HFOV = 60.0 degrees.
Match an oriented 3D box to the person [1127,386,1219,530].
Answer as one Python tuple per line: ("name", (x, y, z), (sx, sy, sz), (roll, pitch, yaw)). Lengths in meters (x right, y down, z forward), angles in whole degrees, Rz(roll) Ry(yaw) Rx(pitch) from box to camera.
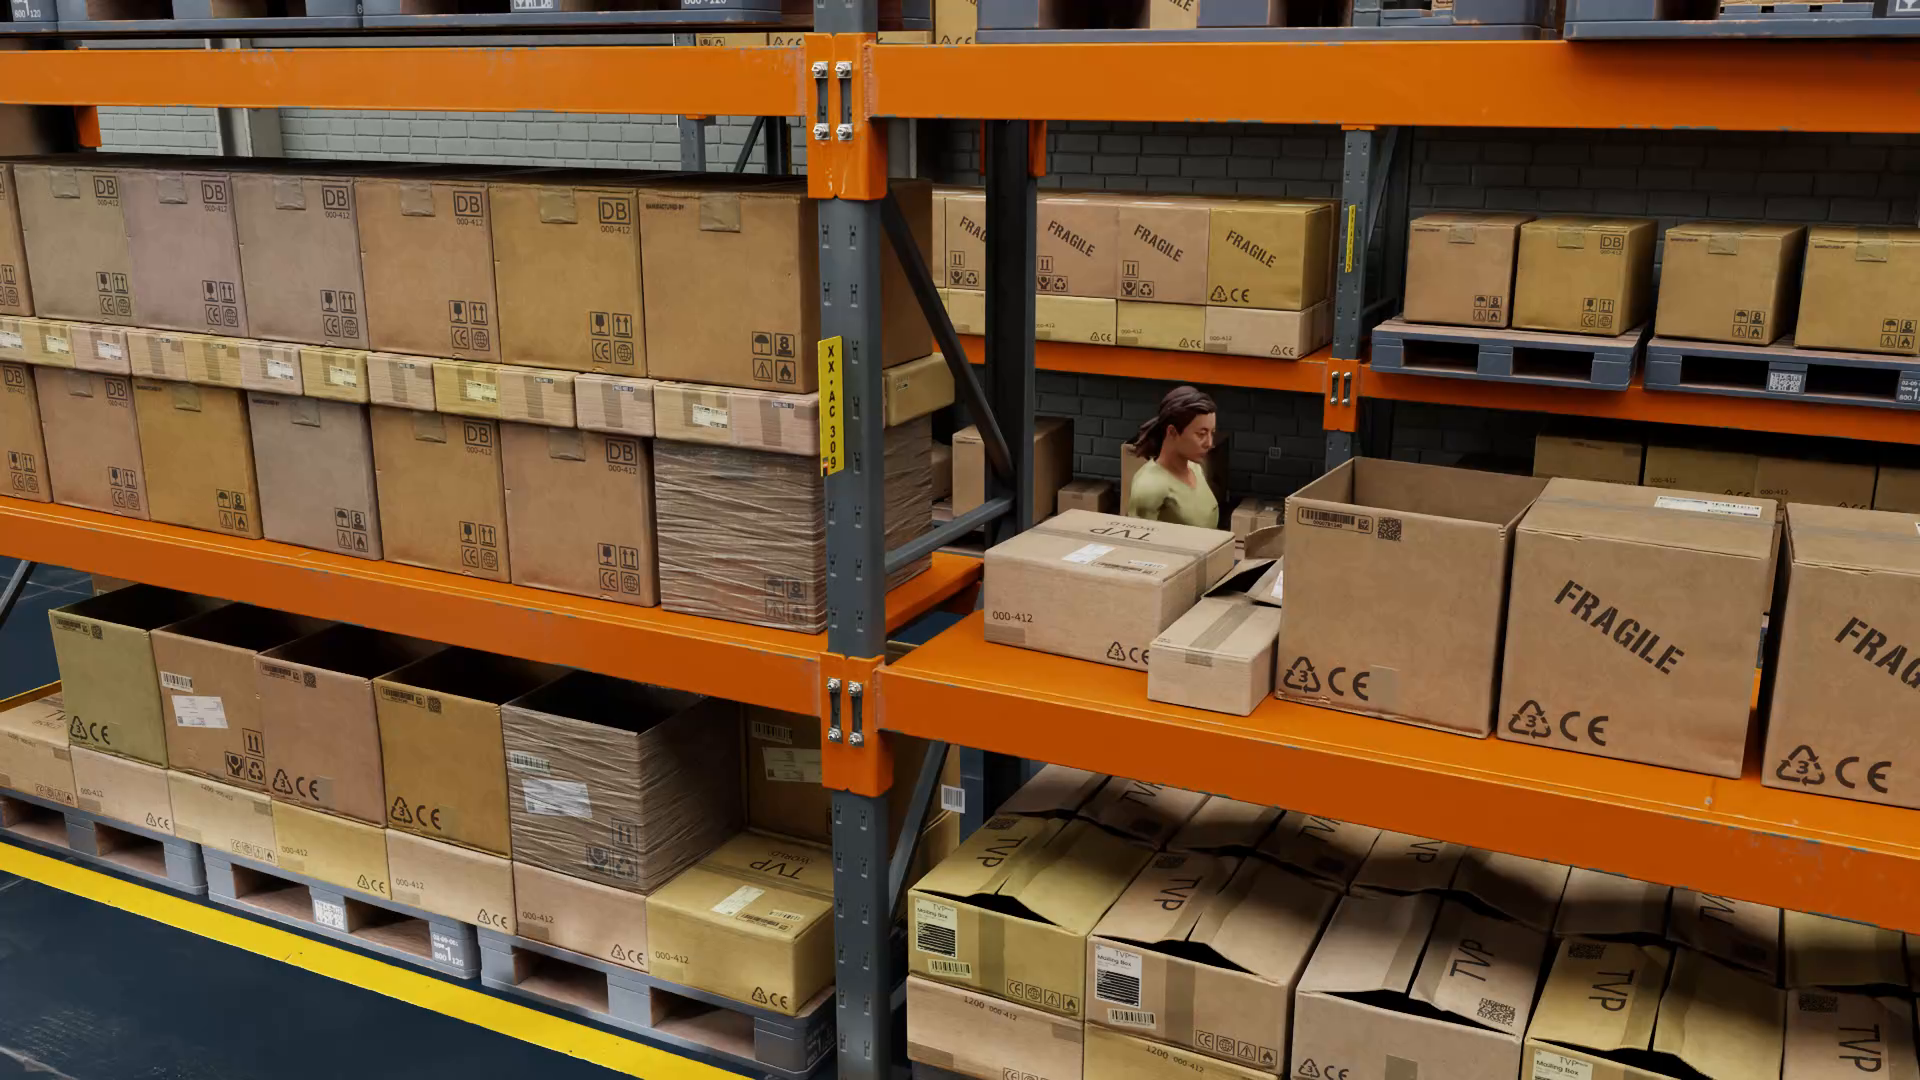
("person", (0.802, 0.284, 5.966), (0.544, 1.681, 0.464), (11, 19, 33))
